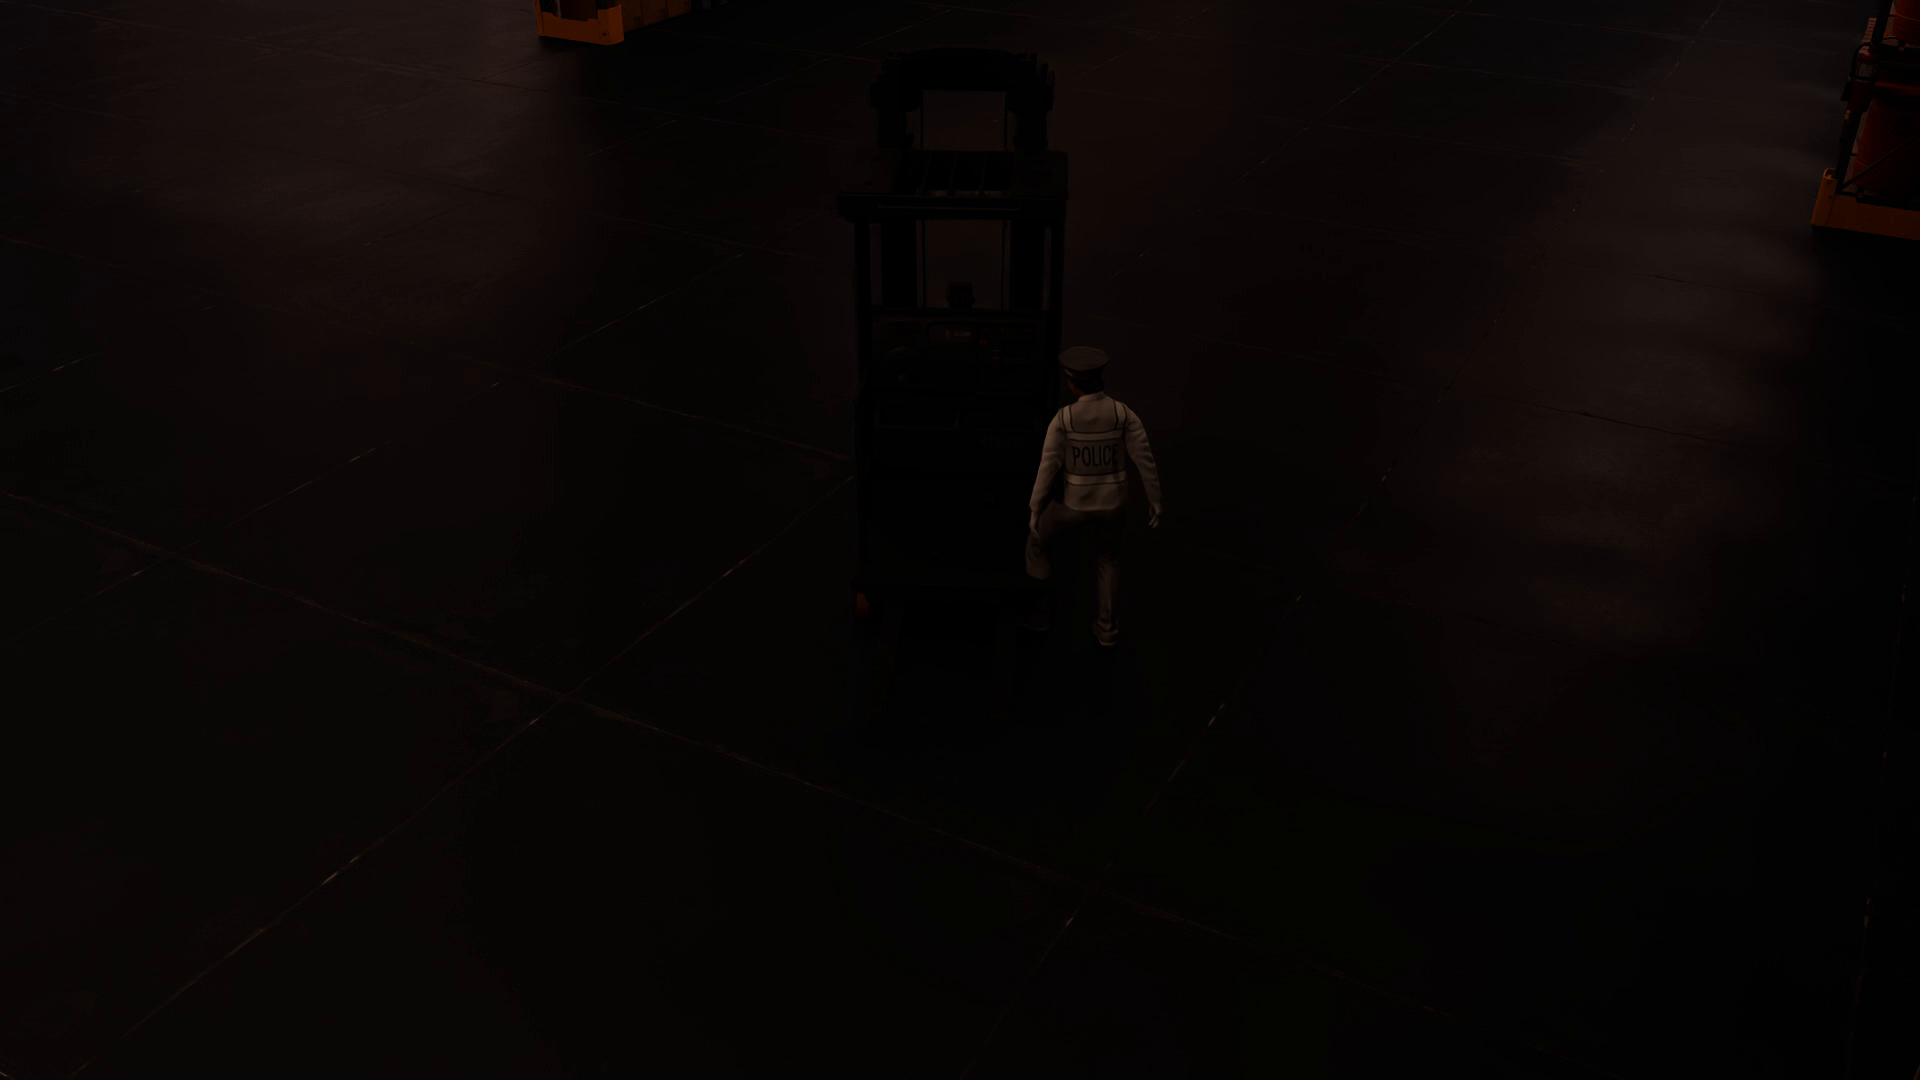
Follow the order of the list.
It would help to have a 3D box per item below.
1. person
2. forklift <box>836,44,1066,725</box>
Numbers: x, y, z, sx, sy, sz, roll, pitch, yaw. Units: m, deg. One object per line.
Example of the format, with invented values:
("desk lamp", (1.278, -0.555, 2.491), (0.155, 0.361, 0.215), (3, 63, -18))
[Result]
("person", (0.647, -0.199, 8.734), (0.802, 1.635, 0.421), (-4, 30, -7))
("forklift", (-0.018, -0.955, 8.725), (1.130, 2.935, 3.031), (2, 30, 3))
